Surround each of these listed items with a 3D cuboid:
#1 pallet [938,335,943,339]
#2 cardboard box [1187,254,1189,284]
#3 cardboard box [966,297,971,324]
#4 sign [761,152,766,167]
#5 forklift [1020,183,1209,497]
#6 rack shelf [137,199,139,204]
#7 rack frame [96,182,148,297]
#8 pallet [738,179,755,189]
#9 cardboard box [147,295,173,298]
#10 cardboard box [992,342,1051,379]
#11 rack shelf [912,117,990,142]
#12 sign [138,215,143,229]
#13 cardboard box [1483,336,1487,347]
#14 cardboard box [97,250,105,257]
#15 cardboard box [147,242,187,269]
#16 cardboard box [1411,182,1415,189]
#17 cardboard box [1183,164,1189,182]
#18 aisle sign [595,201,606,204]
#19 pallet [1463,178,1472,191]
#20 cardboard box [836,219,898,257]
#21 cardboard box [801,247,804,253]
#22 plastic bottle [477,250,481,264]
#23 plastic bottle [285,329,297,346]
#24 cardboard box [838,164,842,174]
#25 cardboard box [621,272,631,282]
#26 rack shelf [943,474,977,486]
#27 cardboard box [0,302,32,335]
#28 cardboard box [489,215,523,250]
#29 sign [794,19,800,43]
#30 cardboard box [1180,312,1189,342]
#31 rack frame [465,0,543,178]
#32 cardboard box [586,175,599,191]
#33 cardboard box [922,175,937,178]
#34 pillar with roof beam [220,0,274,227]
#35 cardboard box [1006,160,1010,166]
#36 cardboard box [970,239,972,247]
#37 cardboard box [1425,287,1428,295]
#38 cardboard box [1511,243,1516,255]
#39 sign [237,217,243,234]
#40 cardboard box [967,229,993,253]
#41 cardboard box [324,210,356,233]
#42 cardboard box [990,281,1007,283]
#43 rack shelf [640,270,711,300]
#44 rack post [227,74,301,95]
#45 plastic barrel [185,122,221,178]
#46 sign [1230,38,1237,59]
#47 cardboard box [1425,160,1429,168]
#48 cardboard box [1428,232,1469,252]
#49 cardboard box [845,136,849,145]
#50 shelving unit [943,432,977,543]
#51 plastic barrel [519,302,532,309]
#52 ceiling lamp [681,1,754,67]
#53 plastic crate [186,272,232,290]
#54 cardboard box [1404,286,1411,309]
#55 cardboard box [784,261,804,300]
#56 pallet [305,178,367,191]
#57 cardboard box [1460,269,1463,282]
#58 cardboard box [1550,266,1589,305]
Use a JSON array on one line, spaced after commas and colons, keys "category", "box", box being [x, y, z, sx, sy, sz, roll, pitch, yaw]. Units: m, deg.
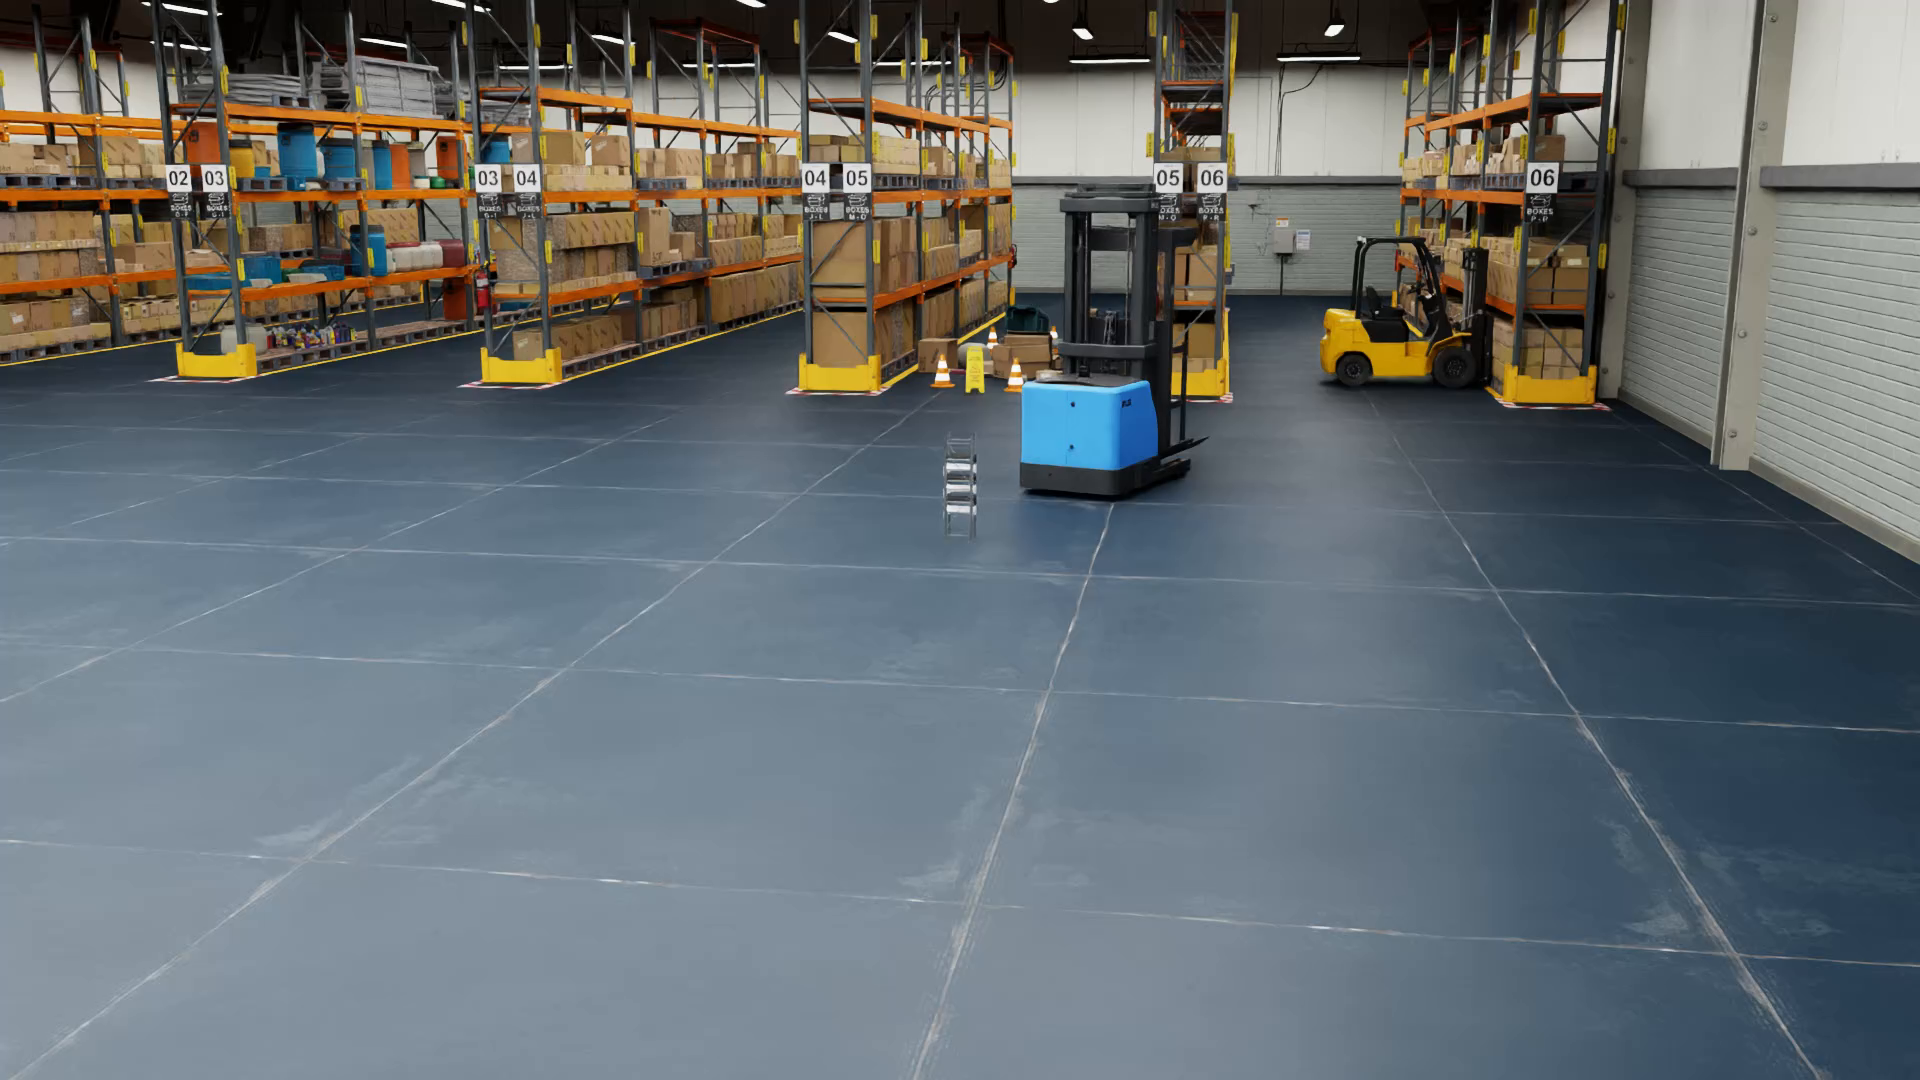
[{"category": "pallet", "box": [-0.894, -3.559, 30.007, 1.003, 0.211, 1.213, 2, 12, 9]}, {"category": "cardboard box", "box": [3.141, -4.057, 24.754, 0.500, 0.500, 0.500, 2, 12, 8]}, {"category": "cardboard box", "box": [-0.074, -4.564, 32.989, 0.500, 0.500, 0.500, 2, 12, 9]}, {"category": "sign", "box": [-4.241, -8.209, 35.870, 0.100, 0.325, 0.005, 2, 12, 9]}, {"category": "forklift", "box": [1.719, -2.107, 16.811, 1.130, 2.935, 3.031, 6, 14, 28]}, {"category": "rack shelf", "box": [-19.154, -8.364, 40.272, 1.077, 0.370, 4.000, 2, 12, 9]}, {"category": "rack frame", "box": [-19.462, -6.833, 38.580, 1.000, 3.000, 0.127, 2, 12, 9]}, {"category": "pallet", "box": [-4.871, -7.532, 35.157, 0.805, 0.209, 1.217, 1, 12, 6]}, {"category": "cardboard box", "box": [-15.706, -4.661, 32.699, 0.500, 0.311, 0.500, 2, 12, 7]}, {"category": "cardboard box", "box": [0.936, -2.760, 25.605, 0.797, 0.503, 0.637, -7, 14, -30]}, {"category": "rack shelf", "box": [-0.201, -8.139, 33.057, 1.077, 0.370, 4.000, 2, 12, 9]}, {"category": "sign", "box": [-18.924, -7.345, 38.394, 0.100, 0.325, 0.005, 2, 12, 9]}, {"category": "cardboard box", "box": [8.066, -2.906, 24.699, 0.500, 0.250, 0.500, 2, 12, 8]}, {"category": "cardboard box", "box": [-19.420, -6.429, 37.254, 0.380, 0.149, 0.250, 2, 12, 9]}, {"category": "cardboard box", "box": [-15.424, -5.540, 32.341, 0.500, 0.500, 0.500, 1, 12, 6]}, {"category": "cardboard box", "box": [9.890, -7.620, 35.707, 0.380, 0.149, 0.250, 2, 12, 10]}, {"category": "cardboard box", "box": [2.980, -5.186, 23.468, 0.500, 0.250, 0.500, 2, 12, 8]}, {"category": "aisle sign", "box": [-8.757, -8.621, 40.706, 0.394, 0.787, 0.004, 2, 12, 9]}, {"category": "pallet", "box": [9.118, -6.035, 28.204, 1.003, 0.211, 1.213, 2, 12, 11]}, {"category": "cardboard box", "box": [-1.430, -4.579, 25.200, 0.875, 0.550, 0.550, 2, 12, 9]}, {"category": "cardboard box", "box": [-3.931, -6.922, 39.591, 0.380, 0.149, 0.250, 2, 12, 9]}, {"category": "plastic bottle", "box": [-9.806, -5.769, 33.919, 0.061, 0.283, 0.133, 2, 12, 9]}, {"category": "plastic bottle", "box": [-11.382, -3.448, 28.295, 0.152, 0.276, 0.135, 2, 12, 9]}, {"category": "cardboard box", "box": [-1.944, -5.456, 24.431, 0.380, 0.149, 0.250, 2, 12, 9]}, {"category": "cardboard box", "box": [-5.800, -4.457, 28.153, 0.380, 0.149, 0.250, 2, 12, 9]}, {"category": "rack shelf", "box": [0.001, -0.497, 13.894, 0.258, 0.077, 0.200, 2, 12, 9]}, {"category": "cardboard box", "box": [-15.971, -3.716, 27.867, 0.500, 0.500, 0.500, 2, 12, 9]}, {"category": "cardboard box", "box": [-6.784, -4.659, 25.176, 0.500, 0.500, 0.500, 2, 12, 9]}, {"category": "sign", "box": [-2.273, -7.120, 23.268, 0.100, 0.325, 0.005, 2, 12, 9]}, {"category": "cardboard box", "box": [3.273, -3.259, 25.746, 0.500, 0.500, 0.500, 3, 12, 12]}, {"category": "rack frame", "box": [-6.624, -6.786, 24.123, 1.000, 3.000, 0.127, 2, 12, 9]}, {"category": "cardboard box", "box": [-6.067, -5.658, 26.362, 0.500, 0.250, 0.500, 2, 12, 10]}, {"category": "cardboard box", "box": [-0.672, -6.980, 31.902, 0.500, 0.500, 0.500, 2, 12, 9]}, {"category": "pillar with roof beam", "box": [-15.032, -11.049, 43.902, 9.100, 9.000, 0.548, 2, 12, 9]}, {"category": "cardboard box", "box": [0.961, -8.756, 38.606, 0.380, 0.149, 0.250, 2, 12, 8]}, {"category": "cardboard box", "box": [0.041, -6.034, 33.765, 0.380, 0.149, 0.250, 2, 12, 9]}, {"category": "cardboard box", "box": [9.634, -5.045, 33.678, 0.380, 0.149, 0.250, 2, 12, 7]}, {"category": "cardboard box", "box": [7.941, -4.073, 23.289, 0.380, 0.149, 0.250, 2, 12, 10]}, {"category": "sign", "box": [-14.633, -6.389, 33.773, 0.100, 0.325, 0.005, 2, 12, 9]}, {"category": "cardboard box", "box": [0.432, -6.459, 35.901, 0.500, 0.500, 0.500, 2, 12, 8]}, {"category": "cardboard box", "box": [-14.216, -7.300, 38.136, 0.500, 0.500, 0.500, 2, 12, 10]}, {"category": "cardboard box", "box": [0.891, -5.987, 39.010, 0.380, 0.149, 0.250, 2, 12, 9]}, {"category": "rack shelf", "box": [-5.702, -4.751, 30.626, 1.077, 0.370, 4.000, 2, 12, 9]}, {"category": "rack post", "box": [-11.251, -7.314, 26.752, 0.937, 0.300, 0.954, 2, 12, 8]}, {"category": "plastic barrel", "box": [-11.569, -6.001, 25.582, 0.600, 0.830, 0.708, 2, 12, 9]}, {"category": "sign", "box": [4.316, -7.772, 26.290, 0.100, 0.325, 0.005, 2, 12, 9]}, {"category": "cardboard box", "box": [9.374, -7.402, 32.755, 0.380, 0.149, 0.250, 2, 12, 8]}, {"category": "cardboard box", "box": [9.372, -5.639, 31.799, 0.797, 0.503, 0.637, 2, 12, 7]}, {"category": "cardboard box", "box": [-1.865, -5.952, 24.839, 0.380, 0.149, 0.250, 2, 12, 9]}, {"category": "shelving unit", "box": [0.001, -0.442, 13.906, 0.258, 0.900, 0.210, 2, 12, 9]}, {"category": "plastic barrel", "box": [-9.773, -5.579, 36.744, 0.600, 0.901, 0.708, 2, 12, 9]}, {"category": "ceiling lamp", "box": [-6.156, -13.608, 41.921, 2.000, 3.185, 0.800, 2, 12, 9]}, {"category": "plastic crate", "box": [-11.737, -4.055, 26.043, 0.499, 0.251, 0.616, 2, 12, 9]}, {"category": "cardboard box", "box": [9.996, -5.279, 36.304, 0.500, 0.500, 0.500, 2, 12, 10]}, {"category": "cardboard box", "box": [-4.183, -6.215, 39.759, 0.875, 0.875, 0.875, 2, 12, 9]}, {"category": "pallet", "box": [-10.918, -6.067, 28.355, 1.213, 0.211, 1.003, 2, 12, 9]}, {"category": "cardboard box", "box": [8.686, -4.452, 27.889, 0.500, 0.250, 0.500, 2, 12, 9]}, {"category": "cardboard box", "box": [8.424, -3.515, 22.948, 0.500, 0.500, 0.500, 2, 12, 10]}]
